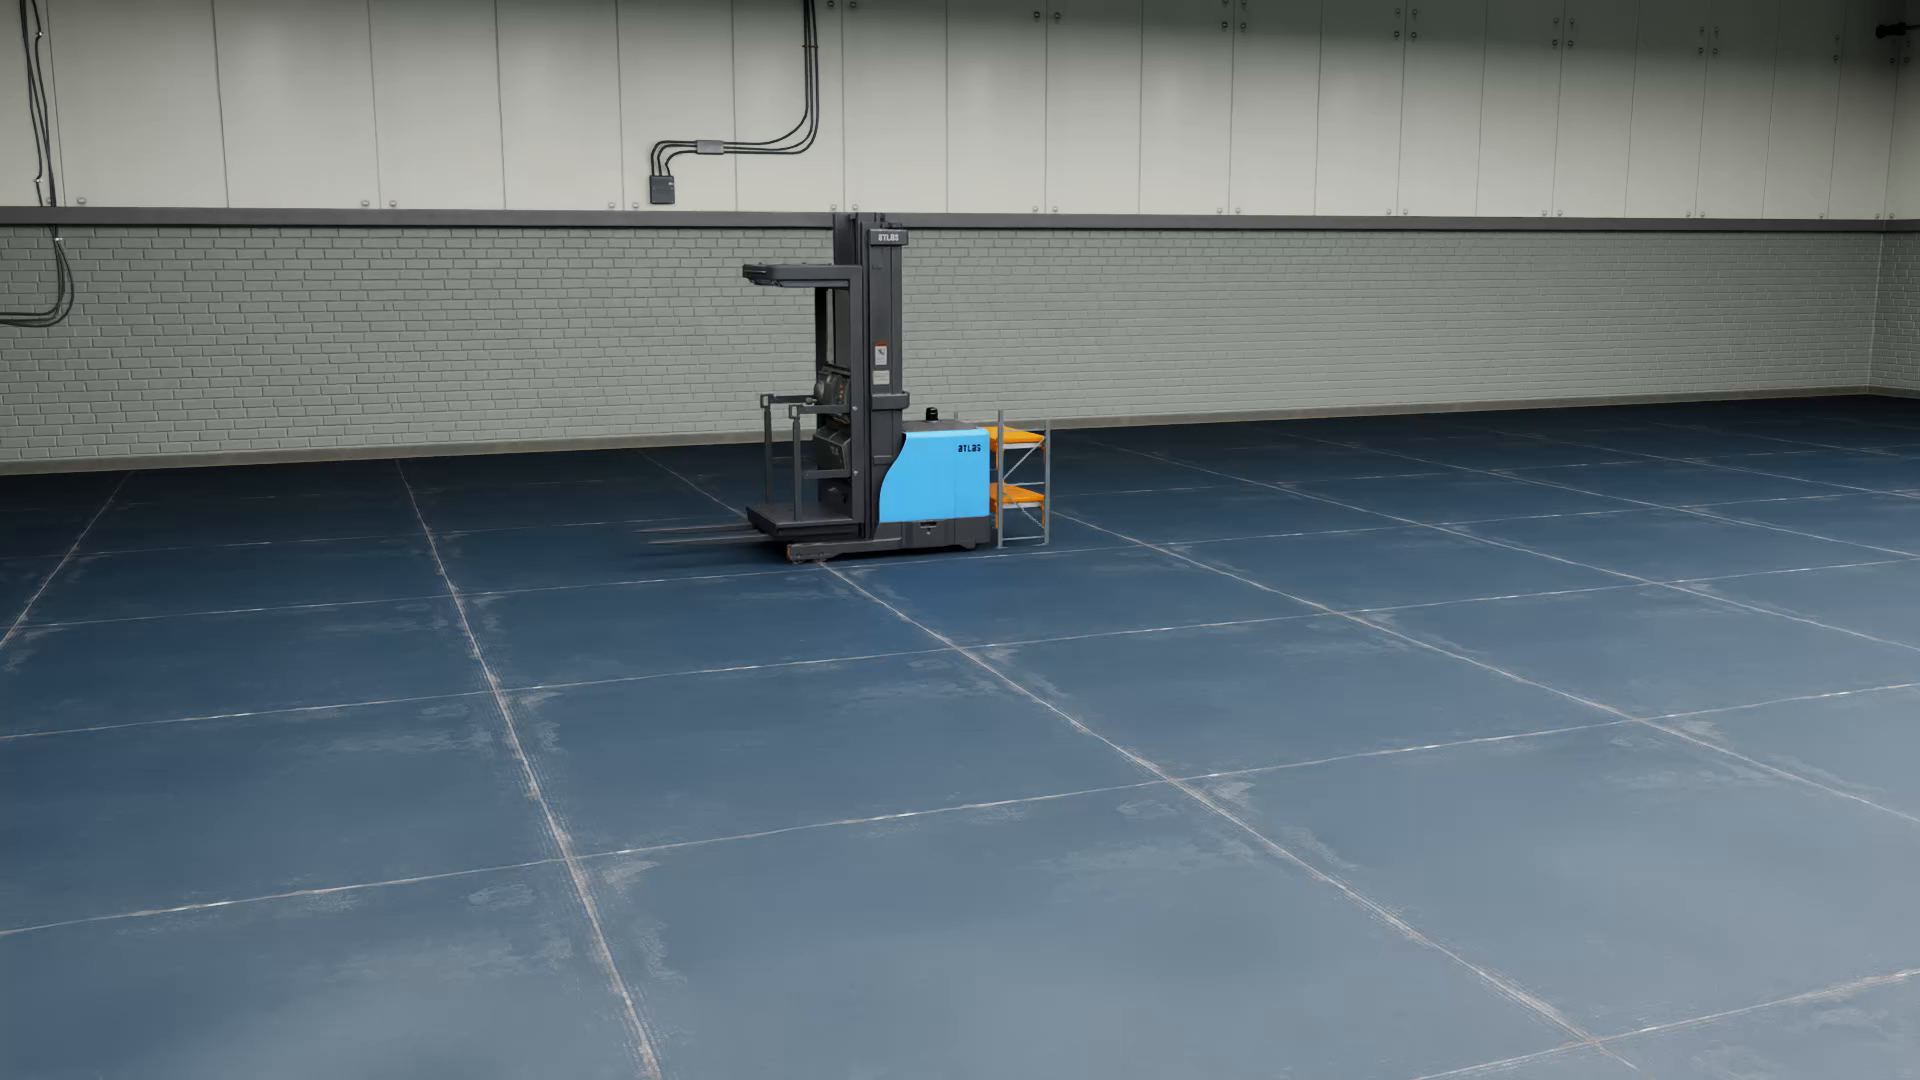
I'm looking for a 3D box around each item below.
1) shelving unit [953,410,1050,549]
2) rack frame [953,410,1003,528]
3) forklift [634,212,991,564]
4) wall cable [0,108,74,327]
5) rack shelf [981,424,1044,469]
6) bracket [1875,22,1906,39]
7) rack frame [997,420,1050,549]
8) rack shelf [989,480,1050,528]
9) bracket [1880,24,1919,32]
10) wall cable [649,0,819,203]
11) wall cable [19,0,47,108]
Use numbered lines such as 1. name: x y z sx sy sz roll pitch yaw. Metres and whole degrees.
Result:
1. shelving unit: 0.369 -0.577 15.284 0.538 1.125 1.048 -4 11 -22
2. rack frame: 0.173 -0.659 15.745 0.500 1.125 0.032 -4 11 -22
3. forklift: -1.298 -1.344 14.439 3.031 2.935 1.130 -4 11 -20
4. wall cable: -11.803 -3.617 18.756 3.097 2.526 0.112 -4 11 -21
5. rack shelf: 0.369 -0.866 15.232 0.538 0.278 1.000 -4 11 -22
6. bracket: 16.051 -8.784 28.661 0.235 0.232 0.430 -4 11 -21
7. rack frame: 0.565 -0.495 14.822 0.500 1.125 0.032 -4 11 -22
8. rack shelf: 0.369 -0.337 15.326 0.538 0.278 1.000 -4 11 -22
9. bracket: 16.265 -8.688 28.119 0.076 0.066 3.189 -4 11 -21
10. wall cable: -2.949 -7.420 21.558 2.305 6.003 0.169 -4 11 -21
11. wall cable: -9.282 -6.275 19.279 3.097 2.526 0.112 -4 11 -21
